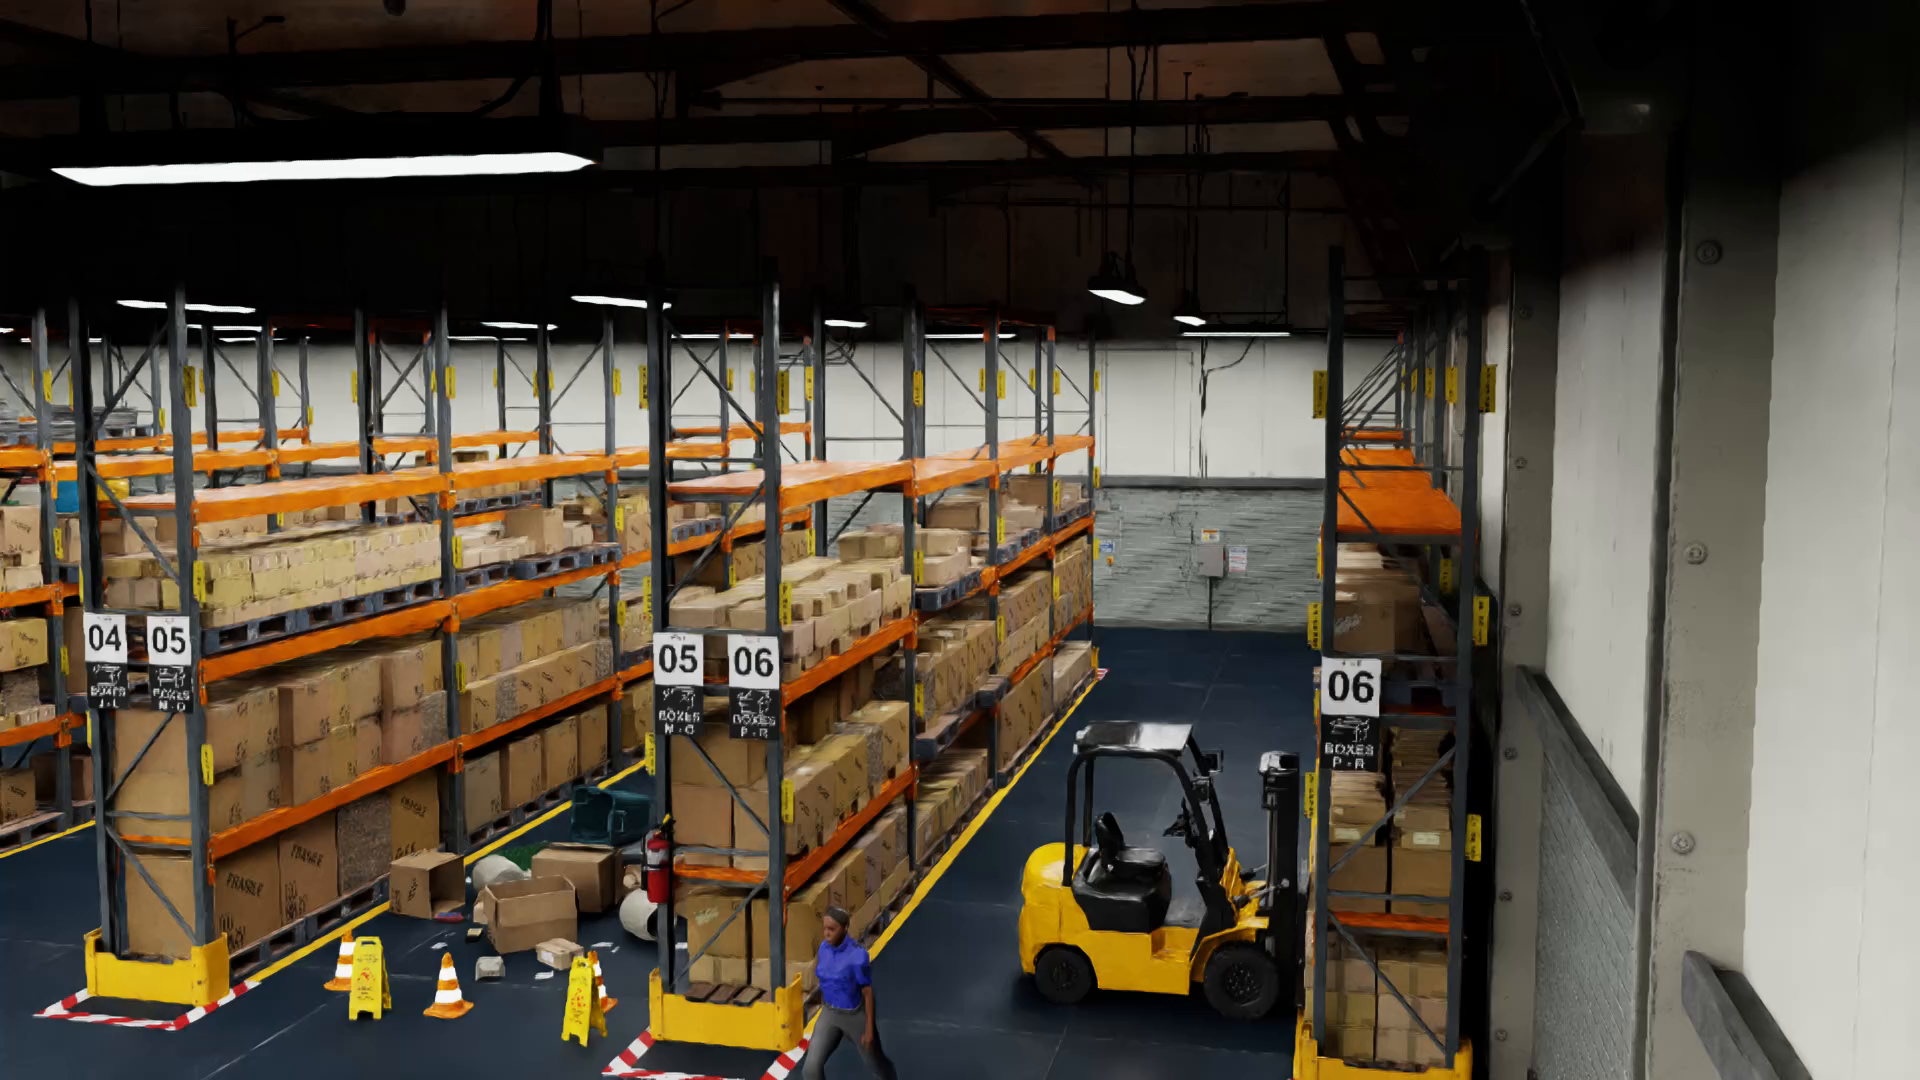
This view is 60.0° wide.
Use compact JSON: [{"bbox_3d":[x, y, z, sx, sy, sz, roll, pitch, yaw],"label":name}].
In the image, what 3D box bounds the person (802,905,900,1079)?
[{"bbox_3d":[-0.734,3.230,11.297,0.497,1.592,0.930,4,7,33],"label":"person"}]
